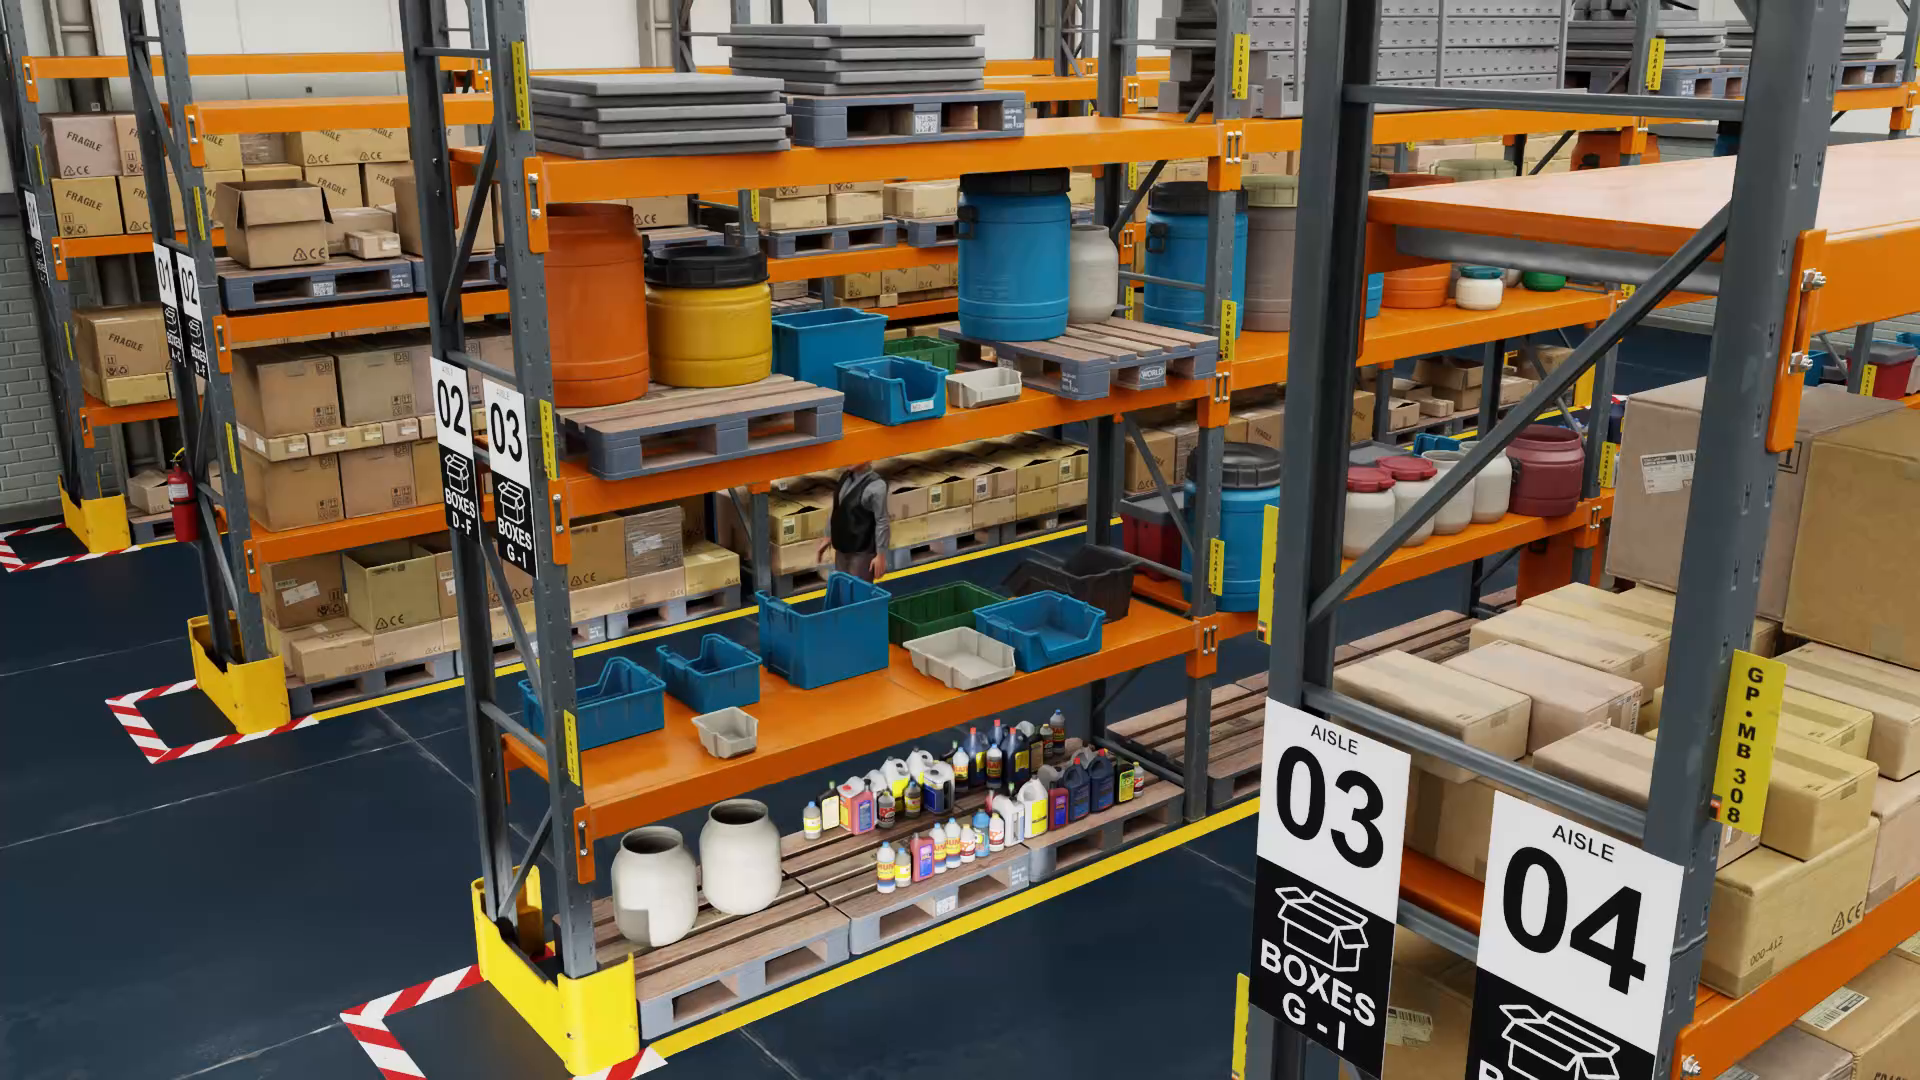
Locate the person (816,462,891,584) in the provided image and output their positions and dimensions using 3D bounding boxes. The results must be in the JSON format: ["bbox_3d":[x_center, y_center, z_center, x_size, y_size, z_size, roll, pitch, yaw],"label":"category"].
[{"bbox_3d":[-0.798,0.124,12.214,0.466,1.772,0.571,-12,21,-34],"label":"person"}]
